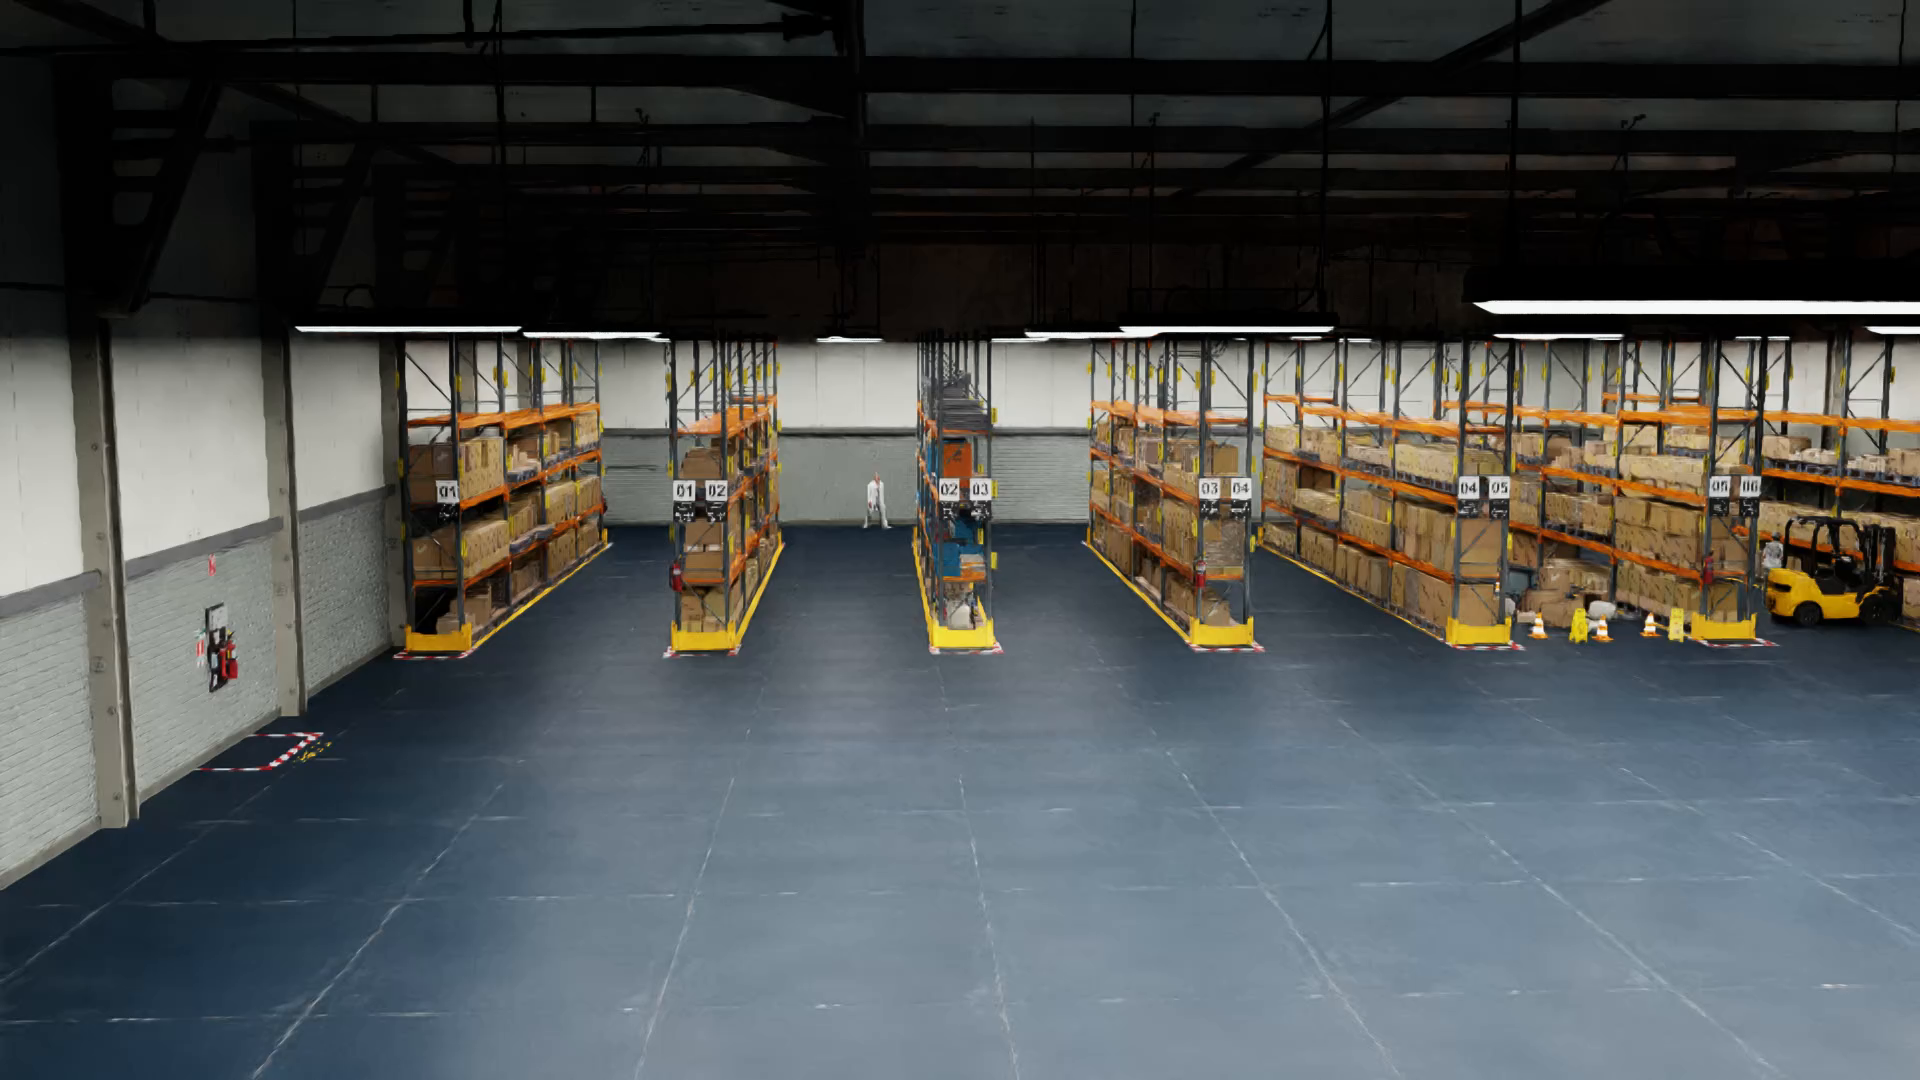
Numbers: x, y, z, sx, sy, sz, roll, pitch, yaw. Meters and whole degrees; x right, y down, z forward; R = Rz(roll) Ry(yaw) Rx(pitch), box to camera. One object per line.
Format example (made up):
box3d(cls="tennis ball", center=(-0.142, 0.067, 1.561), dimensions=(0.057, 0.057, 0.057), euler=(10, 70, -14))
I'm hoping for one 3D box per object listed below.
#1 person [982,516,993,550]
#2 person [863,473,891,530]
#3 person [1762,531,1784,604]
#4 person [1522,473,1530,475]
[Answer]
box3d(cls="person", center=(0.619, -0.605, 46.398), dimensions=(0.598, 1.698, 1.193), euler=(0, 7, -1))
box3d(cls="person", center=(-2.607, -1.196, 51.347), dimensions=(0.626, 1.749, 1.010), euler=(-4, 8, -28))
box3d(cls="person", center=(17.741, 0.626, 36.208), dimensions=(0.449, 1.668, 0.530), euler=(-4, 8, -33))
box3d(cls="person", center=(17.522, -1.190, 51.241), dimensions=(0.468, 1.738, 0.699), euler=(-5, 8, -35))
